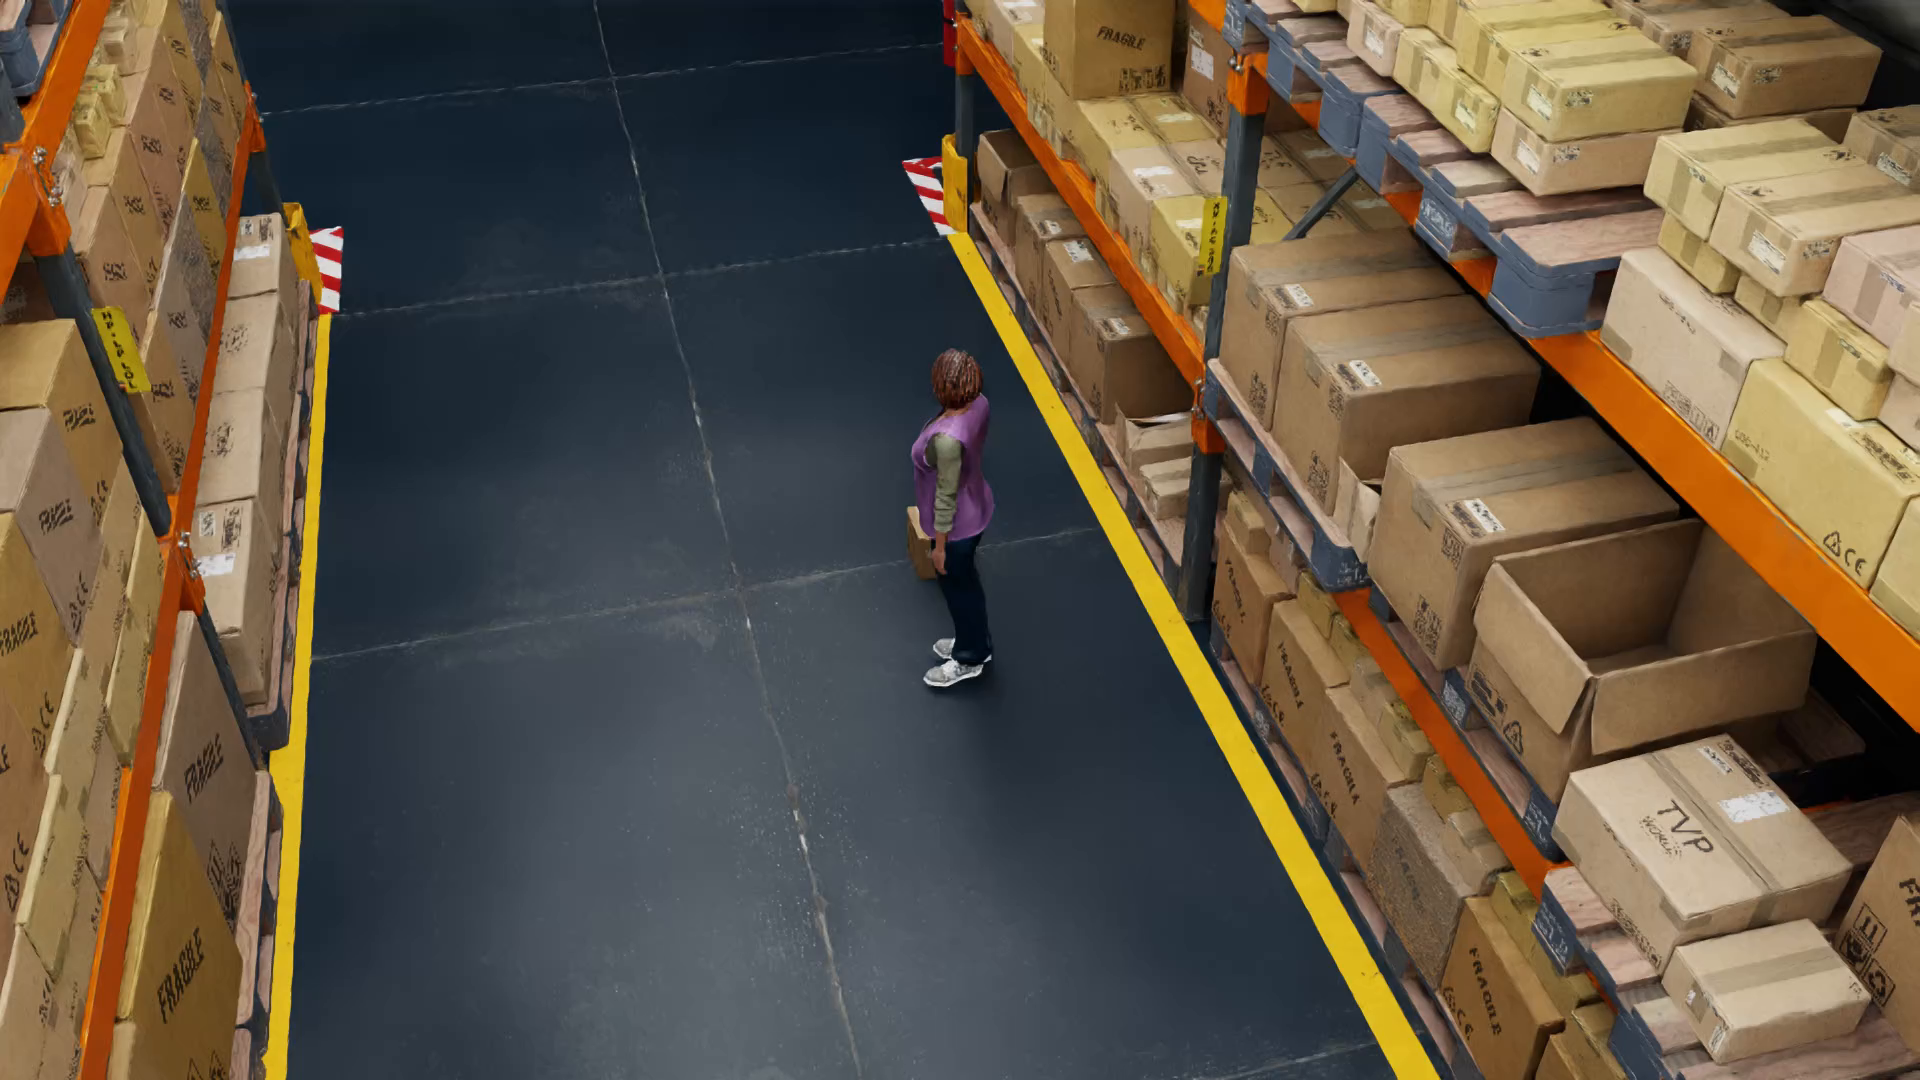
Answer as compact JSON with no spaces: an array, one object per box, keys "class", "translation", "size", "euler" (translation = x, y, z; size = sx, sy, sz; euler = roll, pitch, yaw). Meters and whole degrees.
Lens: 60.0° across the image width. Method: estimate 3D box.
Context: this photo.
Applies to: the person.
[{"class":"person","translation":[-0.017,-0.081,6.794],"size":[0.326,1.599,0.465],"euler":[9,40,12]}]
